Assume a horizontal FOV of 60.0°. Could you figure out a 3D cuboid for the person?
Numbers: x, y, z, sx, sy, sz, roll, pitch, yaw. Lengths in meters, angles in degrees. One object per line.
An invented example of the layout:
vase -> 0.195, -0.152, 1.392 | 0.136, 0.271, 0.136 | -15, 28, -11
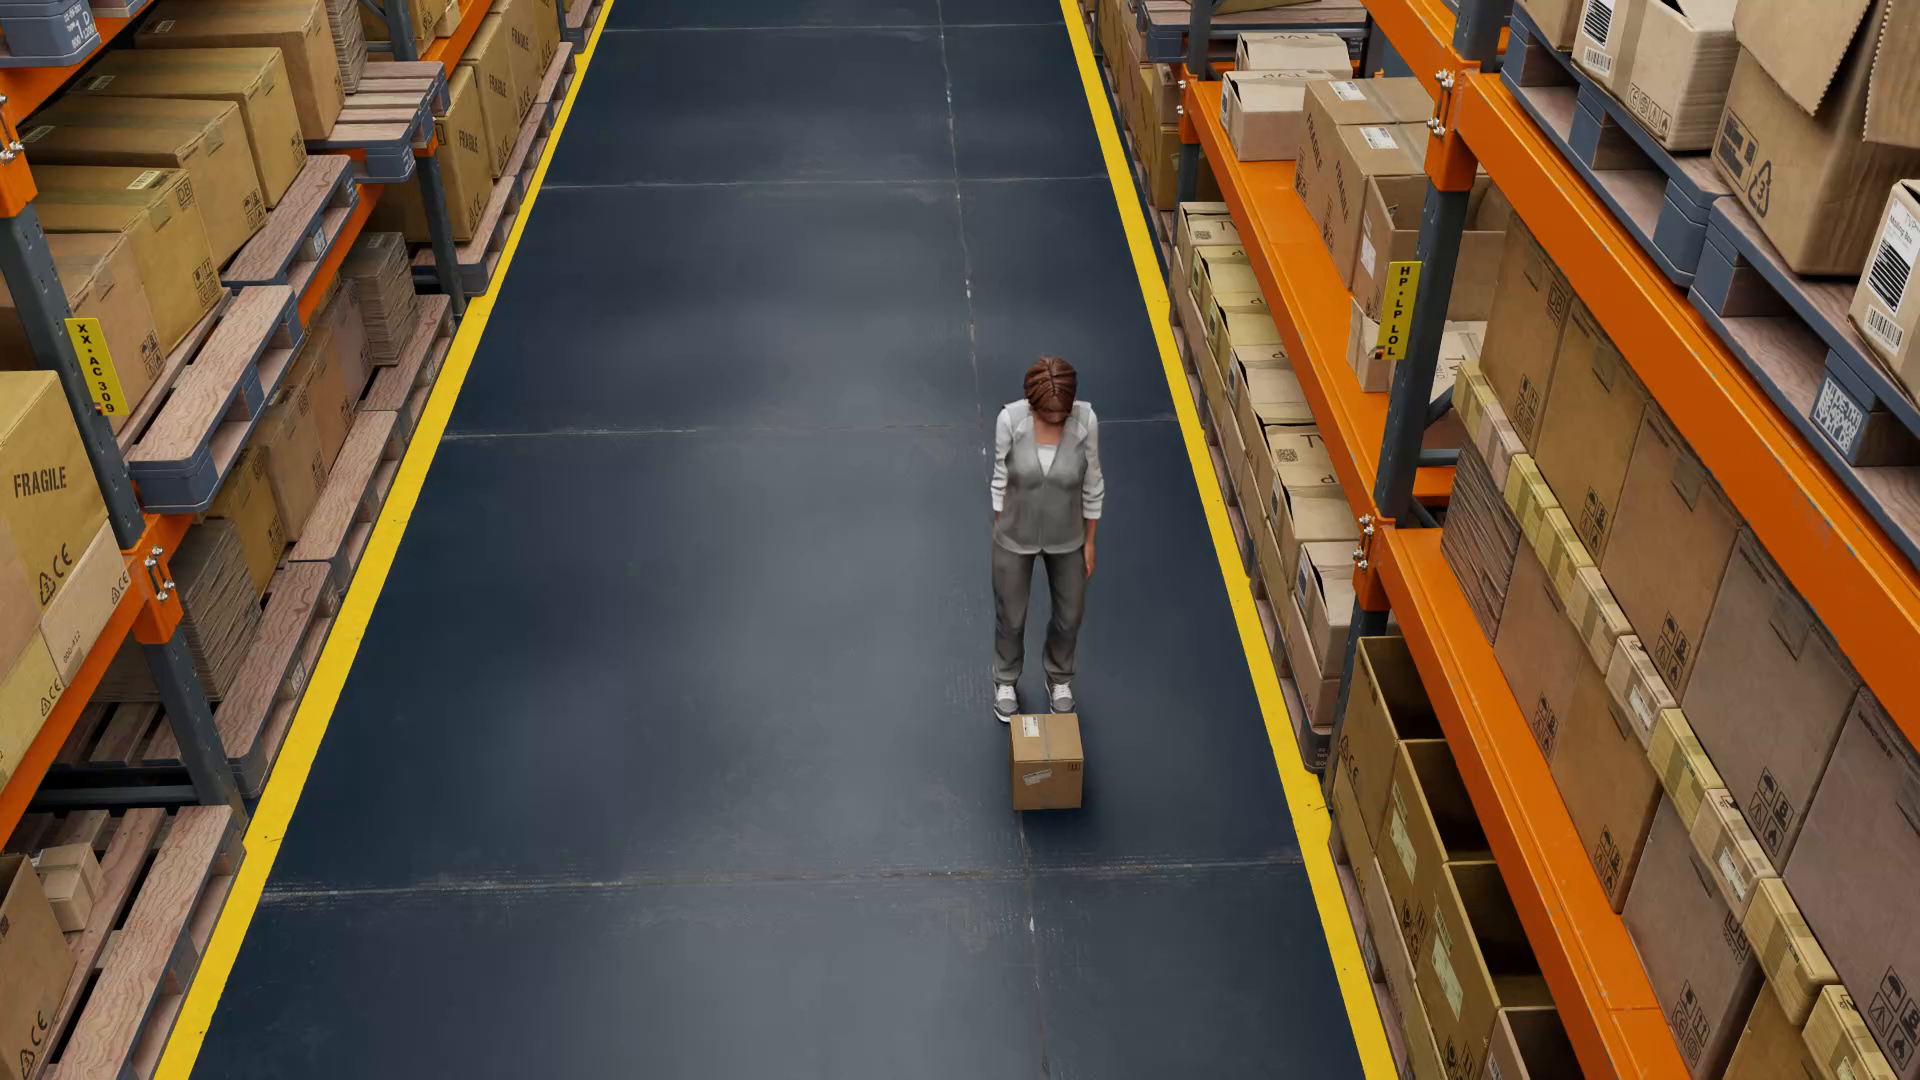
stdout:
person -> 0.319, -0.001, 6.172 | 0.412, 1.587, 0.316 | -1, 36, -2
